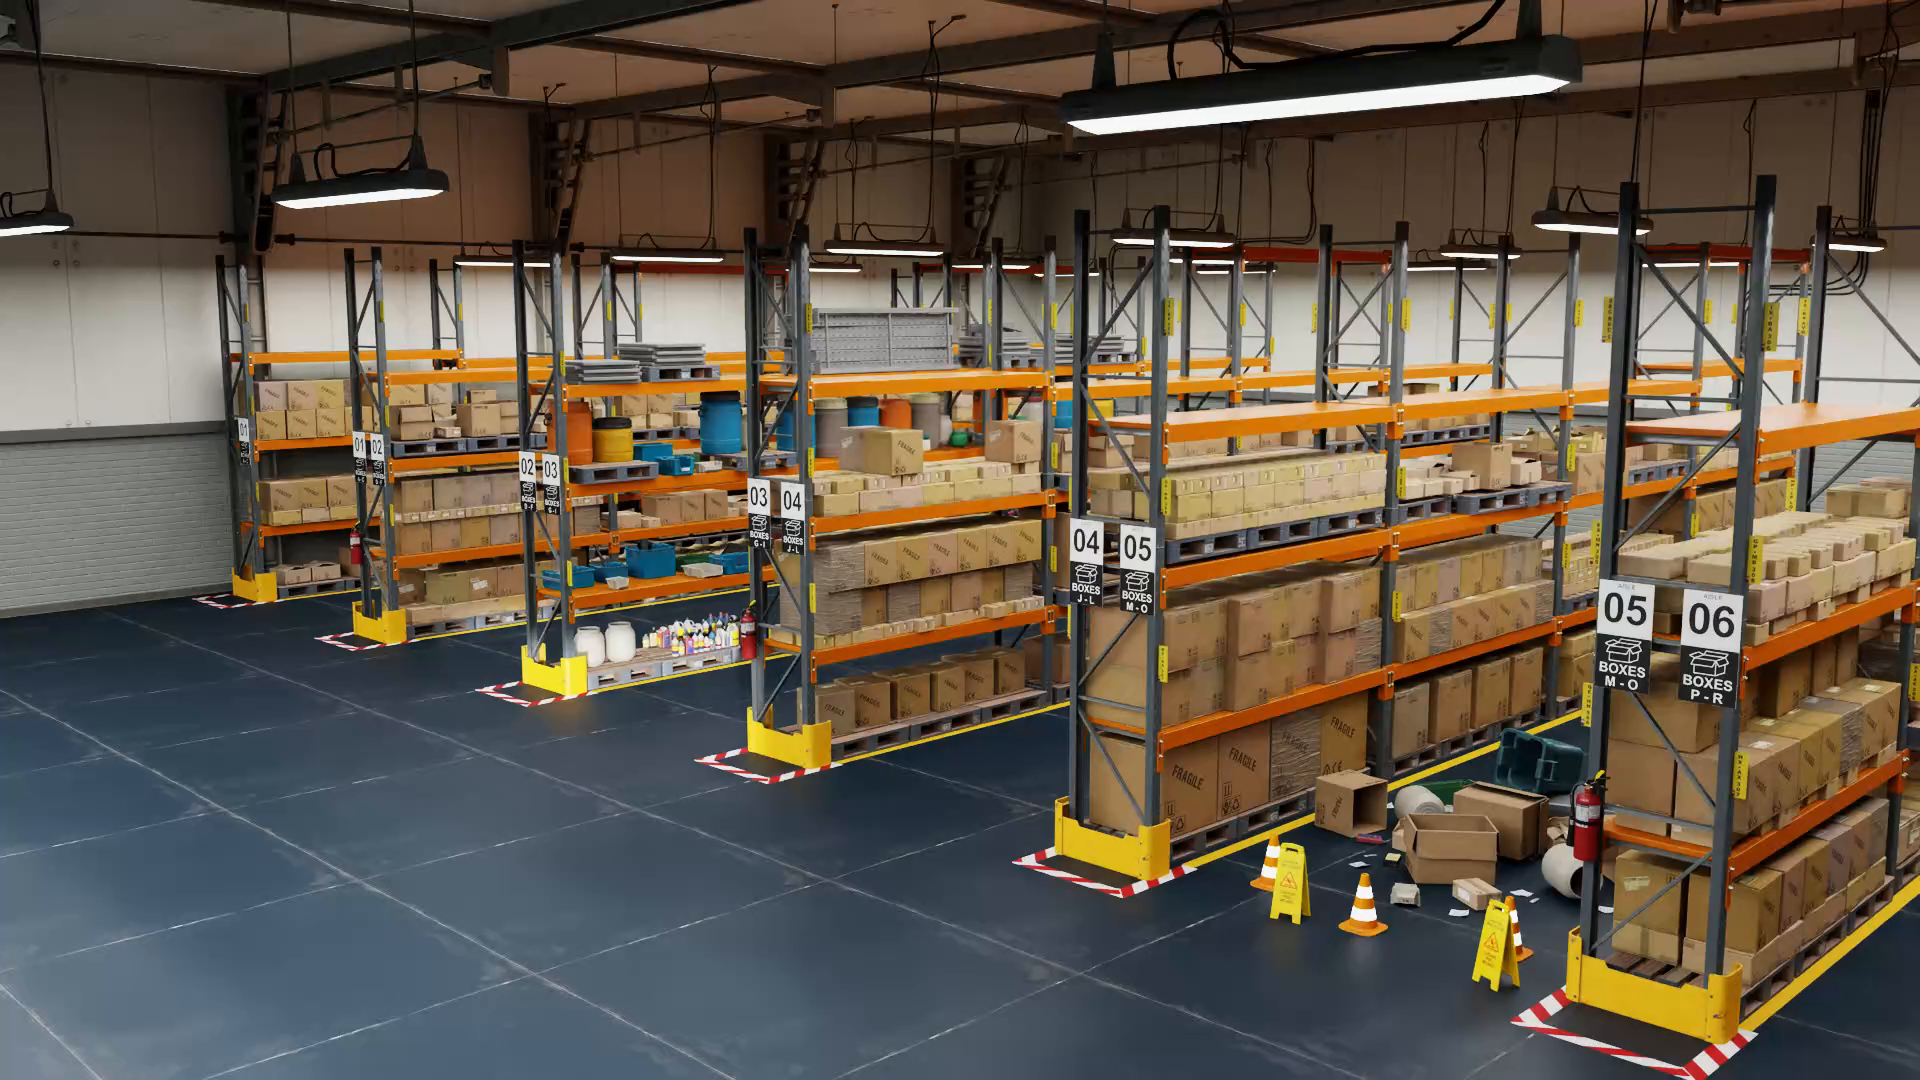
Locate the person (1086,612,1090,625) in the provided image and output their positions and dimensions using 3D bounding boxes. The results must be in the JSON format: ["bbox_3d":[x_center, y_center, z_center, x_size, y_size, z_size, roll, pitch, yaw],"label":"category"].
[{"bbox_3d":[1.978,0.416,25.294,0.676,1.822,0.808,7,11,41],"label":"person"}]

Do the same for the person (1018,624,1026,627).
[{"bbox_3d":[1.193,0.494,25.513,0.734,1.599,0.979,5,10,32],"label":"person"}]
